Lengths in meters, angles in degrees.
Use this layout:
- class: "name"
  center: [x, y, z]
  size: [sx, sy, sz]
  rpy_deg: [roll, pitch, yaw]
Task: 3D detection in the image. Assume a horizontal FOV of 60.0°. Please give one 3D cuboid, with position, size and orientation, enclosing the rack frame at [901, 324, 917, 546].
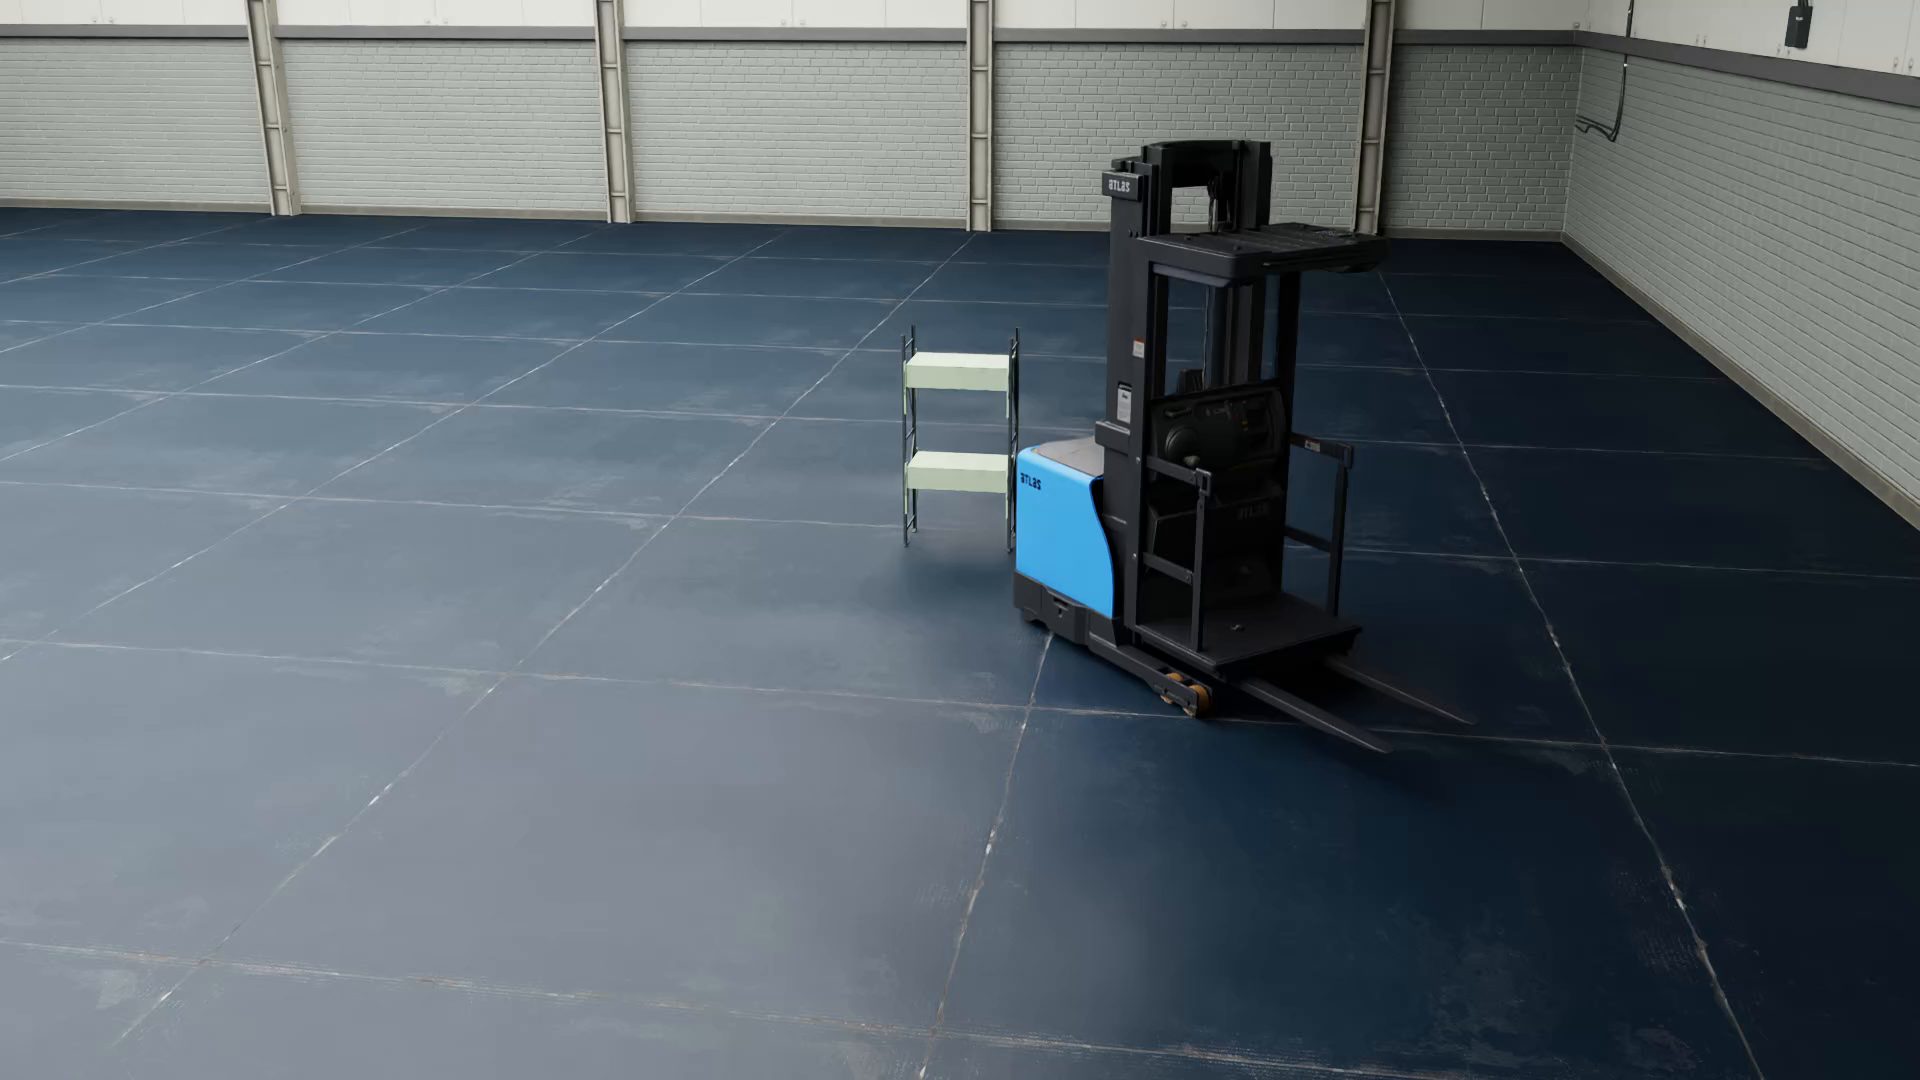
- class: "rack frame"
  center: [-0.355, -0.729, 11.619]
  size: [0.023, 1.500, 0.400]
  rpy_deg: [3, 19, 9]

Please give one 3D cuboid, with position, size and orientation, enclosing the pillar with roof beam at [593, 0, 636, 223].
- class: "pillar with roof beam"
  center: [-6.285, -8.198, 22.121]
  size: [0.400, 9.000, 9.100]
  rpy_deg: [3, 19, 9]

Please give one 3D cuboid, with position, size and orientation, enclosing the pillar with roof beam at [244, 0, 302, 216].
- class: "pillar with roof beam"
  center: [-12.209, -8.499, 23.023]
  size: [0.400, 9.000, 9.100]
  rpy_deg: [3, 19, 9]

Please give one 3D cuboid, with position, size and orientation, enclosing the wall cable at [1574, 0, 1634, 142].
- class: "wall cable"
  center: [8.945, -6.907, 23.158]
  size: [0.112, 2.526, 3.097]
  rpy_deg: [3, 19, 9]

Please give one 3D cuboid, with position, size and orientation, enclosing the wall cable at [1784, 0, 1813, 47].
- class: "wall cable"
  center: [7.423, -7.019, 13.239]
  size: [0.169, 6.003, 2.305]
  rpy_deg: [3, 19, 9]

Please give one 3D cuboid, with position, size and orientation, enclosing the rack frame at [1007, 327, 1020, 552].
- class: "rack frame"
  center: [0.368, -0.692, 11.509]
  size: [0.023, 1.500, 0.400]
  rpy_deg: [3, 19, 9]

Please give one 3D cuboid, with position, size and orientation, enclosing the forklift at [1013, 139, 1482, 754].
- class: "forklift"
  center: [1.541, -0.611, 9.011]
  size: [1.130, 2.935, 3.031]
  rpy_deg: [-11, 22, -30]

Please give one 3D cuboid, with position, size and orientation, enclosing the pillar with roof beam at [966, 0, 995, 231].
- class: "pillar with roof beam"
  center: [-0.361, -7.896, 21.218]
  size: [0.400, 9.000, 9.100]
  rpy_deg: [3, 19, 9]

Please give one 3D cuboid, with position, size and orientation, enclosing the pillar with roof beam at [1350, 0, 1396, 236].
- class: "pillar with roof beam"
  center: [5.563, -7.594, 20.316]
  size: [0.400, 9.000, 9.100]
  rpy_deg: [3, 19, 9]

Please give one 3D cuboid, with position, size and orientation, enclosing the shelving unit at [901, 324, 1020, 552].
- class: "shelving unit"
  center: [0.007, -0.711, 11.564]
  size: [0.755, 1.500, 0.431]
  rpy_deg: [3, 19, 9]

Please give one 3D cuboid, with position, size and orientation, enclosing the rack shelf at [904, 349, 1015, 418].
- class: "rack shelf"
  center: [0.007, -1.081, 11.440]
  size: [0.720, 0.370, 0.431]
  rpy_deg: [3, 19, 9]

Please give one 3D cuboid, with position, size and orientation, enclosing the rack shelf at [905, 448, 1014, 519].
- class: "rack shelf"
  center: [0.007, -0.402, 11.668]
  size: [0.720, 0.370, 0.431]
  rpy_deg: [3, 19, 9]
